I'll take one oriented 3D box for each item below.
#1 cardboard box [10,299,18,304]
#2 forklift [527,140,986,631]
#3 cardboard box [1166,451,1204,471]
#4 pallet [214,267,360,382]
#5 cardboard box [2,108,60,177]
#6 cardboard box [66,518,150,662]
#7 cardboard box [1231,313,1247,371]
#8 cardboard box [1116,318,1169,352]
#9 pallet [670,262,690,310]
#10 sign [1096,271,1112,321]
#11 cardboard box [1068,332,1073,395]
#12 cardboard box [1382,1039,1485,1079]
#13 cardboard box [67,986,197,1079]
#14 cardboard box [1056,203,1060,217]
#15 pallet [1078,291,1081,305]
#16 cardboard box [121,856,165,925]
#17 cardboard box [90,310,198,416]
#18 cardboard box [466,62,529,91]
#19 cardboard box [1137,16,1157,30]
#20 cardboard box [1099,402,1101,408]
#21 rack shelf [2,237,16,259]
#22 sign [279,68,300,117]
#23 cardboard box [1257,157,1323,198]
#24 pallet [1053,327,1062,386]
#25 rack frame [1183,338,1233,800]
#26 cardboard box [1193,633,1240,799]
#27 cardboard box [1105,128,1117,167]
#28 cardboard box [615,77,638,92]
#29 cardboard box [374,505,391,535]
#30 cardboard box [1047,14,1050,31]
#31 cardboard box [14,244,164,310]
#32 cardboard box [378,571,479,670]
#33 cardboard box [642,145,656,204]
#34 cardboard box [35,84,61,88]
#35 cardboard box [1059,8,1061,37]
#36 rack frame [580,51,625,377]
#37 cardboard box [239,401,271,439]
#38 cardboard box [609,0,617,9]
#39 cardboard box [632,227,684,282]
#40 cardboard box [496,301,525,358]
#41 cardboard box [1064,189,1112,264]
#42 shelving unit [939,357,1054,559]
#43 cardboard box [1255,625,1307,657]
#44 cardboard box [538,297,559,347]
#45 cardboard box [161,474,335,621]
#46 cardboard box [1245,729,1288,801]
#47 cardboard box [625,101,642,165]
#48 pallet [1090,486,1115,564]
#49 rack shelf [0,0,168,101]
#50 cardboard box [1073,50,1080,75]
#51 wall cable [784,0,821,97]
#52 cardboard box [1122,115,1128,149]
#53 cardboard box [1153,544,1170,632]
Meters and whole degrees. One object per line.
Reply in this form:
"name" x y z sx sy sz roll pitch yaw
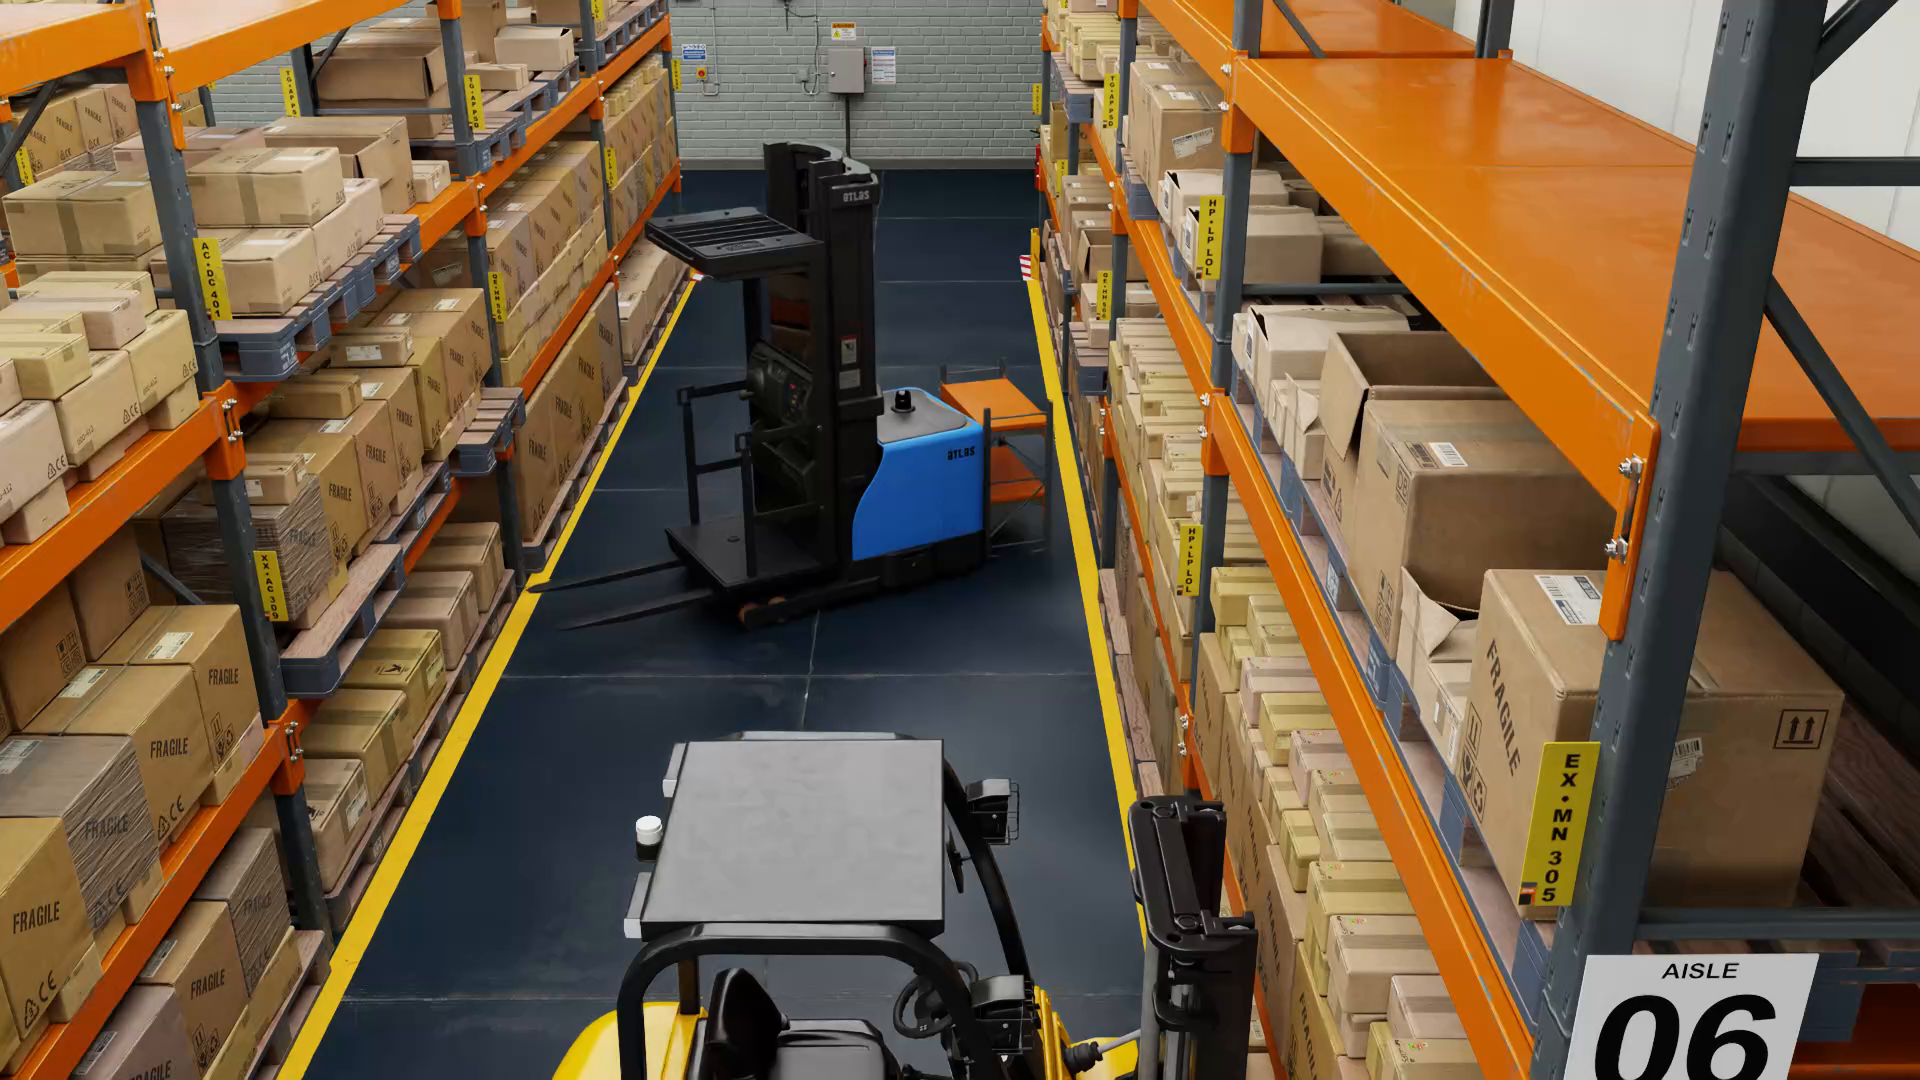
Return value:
"cardboard box" -8.804 -2.154 15.483 0.380 0.149 0.250 0 24 -1
"forklift" -1.358 -1.002 10.792 3.031 2.935 1.130 -13 28 -27
"cardboard box" 1.240 -0.333 8.320 0.380 0.149 0.250 -1 24 -2
"pallet" -3.351 -0.941 7.161 1.213 0.211 1.003 0 24 -1
"cardboard box" -8.248 -3.461 14.450 0.500 0.500 0.500 0 24 1
"cardboard box" -3.663 0.141 6.486 0.700 0.500 0.500 -1 24 -1
"cardboard box" 1.213 -0.731 6.144 0.380 0.149 0.250 0 24 1
"cardboard box" 1.177 -1.285 10.426 0.380 0.149 0.250 0 24 1
"pallet" -3.495 -2.750 17.957 1.003 0.211 1.213 0 24 -1
"sign" 0.926 -1.562 10.638 0.100 0.325 0.005 0 24 -1
"cardboard box" 1.205 -1.577 14.504 0.500 0.500 0.500 1 24 2
"cardboard box" 1.277 1.387 4.156 0.380 0.149 0.250 0 24 1
"cardboard box" -3.162 1.978 6.038 0.500 0.500 0.500 1 24 2
"cardboard box" 1.111 -3.168 15.803 0.380 0.149 0.250 -1 24 -1
"pallet" 1.443 -1.791 12.685 1.003 0.211 1.213 0 24 -1
"cardboard box" -3.129 1.260 6.013 0.380 0.149 0.250 -1 24 -1
"cardboard box" -3.177 -0.657 6.127 0.500 0.250 0.500 0 24 -1
"cardboard box" -3.368 -3.374 12.088 0.380 0.166 0.250 2 24 4
"cardboard box" 1.582 -4.018 13.050 0.380 0.149 0.250 -1 24 -2
"cardboard box" 1.256 -1.060 12.573 0.380 0.149 0.250 -1 24 -1
"rack shelf" -8.509 -3.134 16.295 1.077 0.370 4.000 0 24 -1
"sign" -4.050 -2.692 10.082 0.100 0.325 0.005 0 24 -1
"cardboard box" 1.703 -1.897 8.701 0.380 0.166 0.250 0 24 -1
"pallet" 1.418 -1.737 15.719 1.003 0.211 1.213 0 24 -1
"rack frame" 1.512 0.572 7.230 1.000 3.000 0.127 0 24 -1
"cardboard box" 1.256 0.710 6.802 0.500 0.500 0.500 -1 24 -2
"cardboard box" 1.220 -2.585 10.752 0.500 0.250 0.500 -1 24 -2
"cardboard box" -3.325 -4.365 16.023 0.380 0.149 0.250 1 24 1
"cardboard box" -3.177 -0.138 8.594 0.380 0.149 0.250 0 24 0
"cardboard box" 1.067 -5.176 16.603 0.380 0.149 0.250 0 24 1
"cardboard box" -3.602 -1.134 7.034 0.500 0.250 0.500 -1 24 -2
"cardboard box" -3.483 0.490 10.089 0.950 0.372 0.625 -1 24 -2
"cardboard box" -3.288 -3.566 16.256 0.500 0.500 0.500 0 24 1
"cardboard box" -8.787 -4.104 15.871 0.500 0.500 0.500 -1 24 -2
"cardboard box" 1.153 -4.571 14.780 0.500 0.250 0.500 -1 24 -2
"rack frame" -3.538 -2.701 14.466 1.000 3.000 0.127 0 24 -1
"cardboard box" -3.692 -0.383 8.349 0.500 0.500 0.500 1 24 1
"cardboard box" -3.616 -5.295 16.039 0.500 0.311 0.500 0 24 0
"cardboard box" -3.475 -3.102 17.951 0.875 0.438 0.875 -1 24 -2
"cardboard box" -3.253 -1.422 11.213 0.500 0.250 0.500 0 24 -1
"cardboard box" 1.212 -2.548 13.496 0.700 0.500 0.500 0 24 0
"shelving unit" 0.251 -0.616 12.129 0.538 1.125 1.048 -7 25 -16
"cardboard box" 1.324 0.440 6.251 0.380 0.149 0.250 -1 24 -2
"cardboard box" -3.272 -1.615 12.246 0.500 0.250 0.500 1 24 1
"cardboard box" -3.170 0.029 7.438 0.500 0.500 0.500 0 24 1
"cardboard box" 1.218 0.787 5.845 0.380 0.149 0.250 0 24 -1
"cardboard box" -3.295 -3.819 15.602 0.500 0.500 0.500 0 24 0
"pallet" 1.498 -0.114 12.129 1.003 0.211 1.213 0 24 -1
"rack shelf" -3.429 -0.985 4.267 1.077 0.370 4.000 0 24 -1
"cardboard box" 1.038 -3.564 12.407 0.380 0.149 0.250 0 24 1
"wall cable" -2.249 -7.147 23.062 0.588 1.984 0.122 0 24 -1
"cardboard box" 1.169 -2.429 9.876 0.380 0.166 0.250 0 24 -1
"cardboard box" 1.234 0.226 8.175 0.500 0.250 0.500 0 24 -1
